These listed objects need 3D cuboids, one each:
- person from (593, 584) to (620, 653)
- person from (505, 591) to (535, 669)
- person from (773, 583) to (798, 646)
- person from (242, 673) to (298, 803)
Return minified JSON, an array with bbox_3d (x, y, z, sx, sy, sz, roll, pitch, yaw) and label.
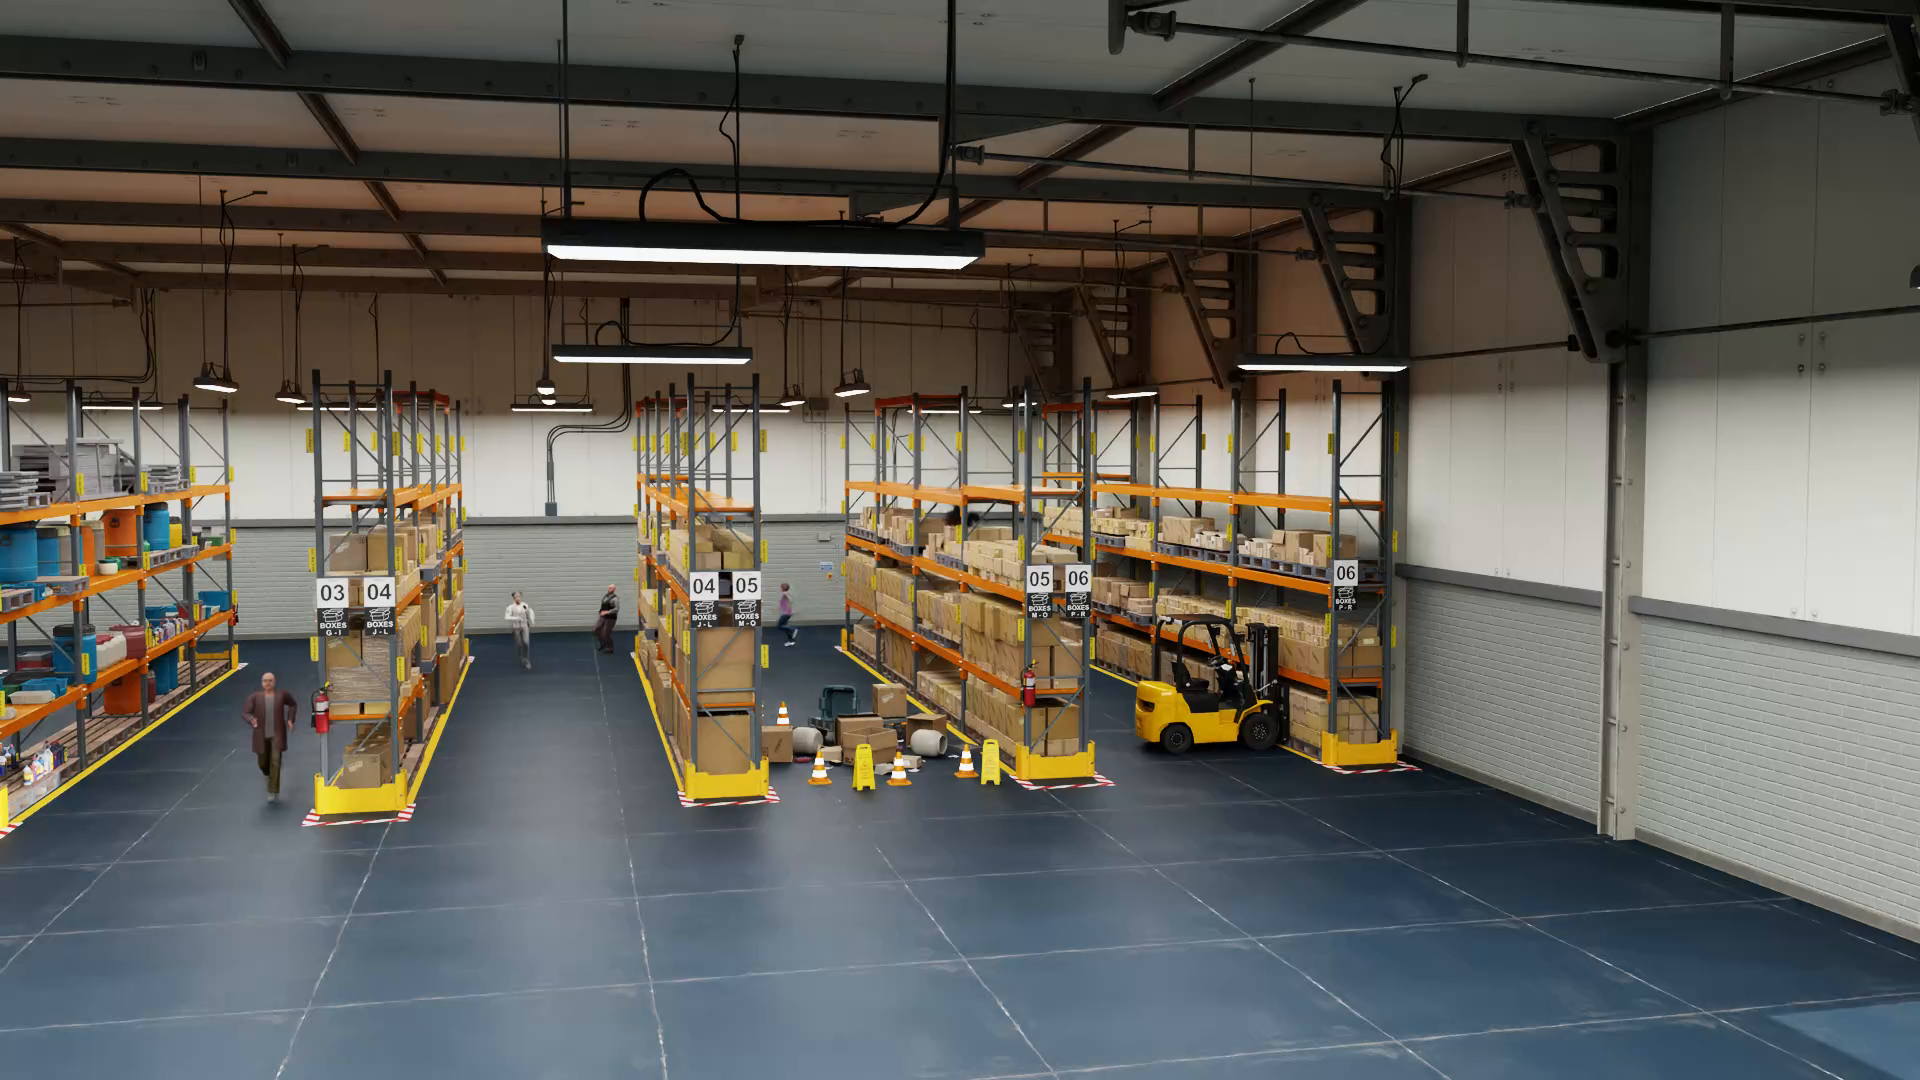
[{"bbox_3d":[-8.391,1.879,39.571,0.706,1.665,0.567,3,5,43],"label":"person"},{"bbox_3d":[-9.887,2.016,37.355,0.638,1.758,0.686,-1,3,-13],"label":"person"},{"bbox_3d":[-4.338,1.850,41.309,0.612,1.563,0.570,0,3,-4],"label":"person"},{"bbox_3d":[-9.736,2.752,23.478,0.718,1.764,1.024,-1,3,-19],"label":"person"}]
